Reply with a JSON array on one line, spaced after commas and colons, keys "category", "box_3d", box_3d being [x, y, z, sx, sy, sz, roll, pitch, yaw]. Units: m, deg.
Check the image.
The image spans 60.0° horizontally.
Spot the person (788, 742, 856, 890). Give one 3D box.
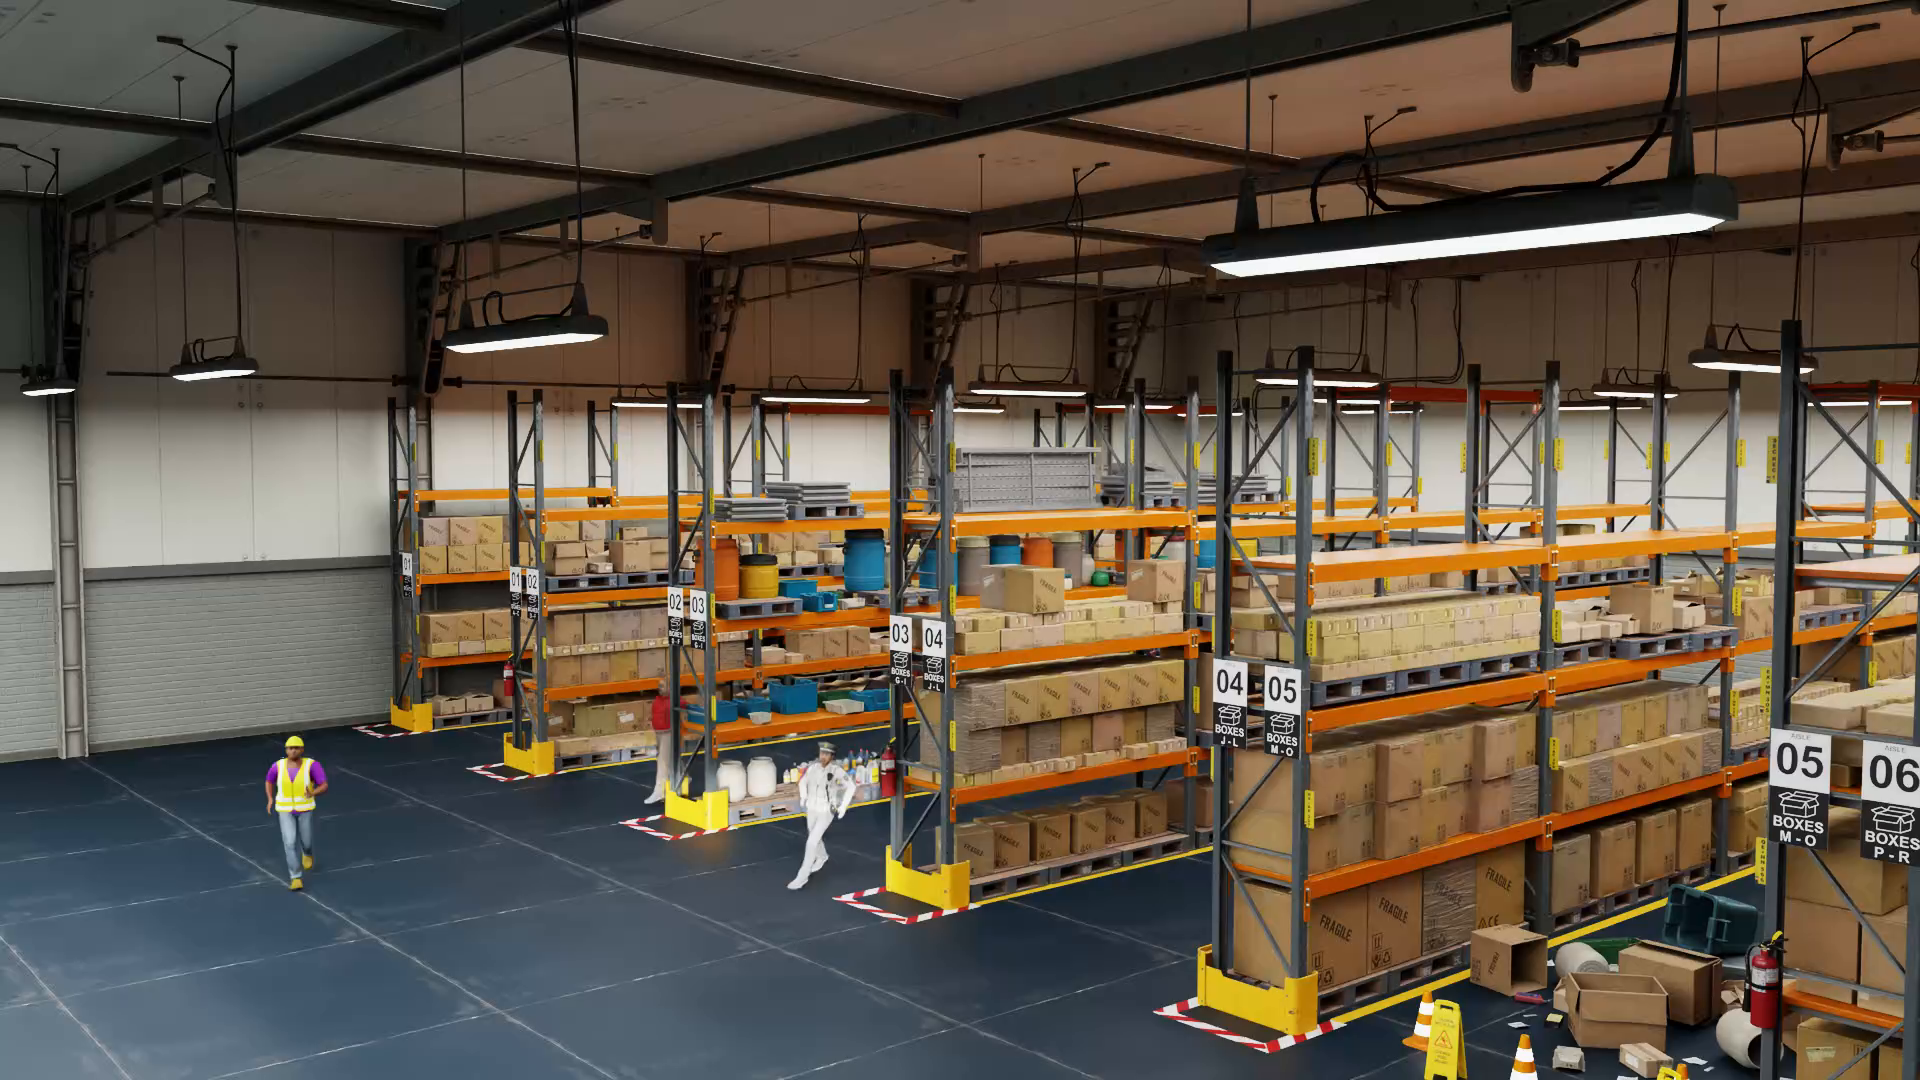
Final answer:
[{"category": "person", "box_3d": [-1.621, 3.182, 19.466, 0.676, 1.674, 0.917, 2, 4, 29]}]

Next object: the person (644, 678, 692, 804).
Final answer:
[{"category": "person", "box_3d": [-4.242, 2.859, 23.999, 0.665, 1.738, 0.973, 3, 5, 45]}]

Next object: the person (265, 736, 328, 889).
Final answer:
[{"category": "person", "box_3d": [-7.760, 3.151, 19.455, 0.705, 1.742, 0.831, -1, 3, -16]}]
